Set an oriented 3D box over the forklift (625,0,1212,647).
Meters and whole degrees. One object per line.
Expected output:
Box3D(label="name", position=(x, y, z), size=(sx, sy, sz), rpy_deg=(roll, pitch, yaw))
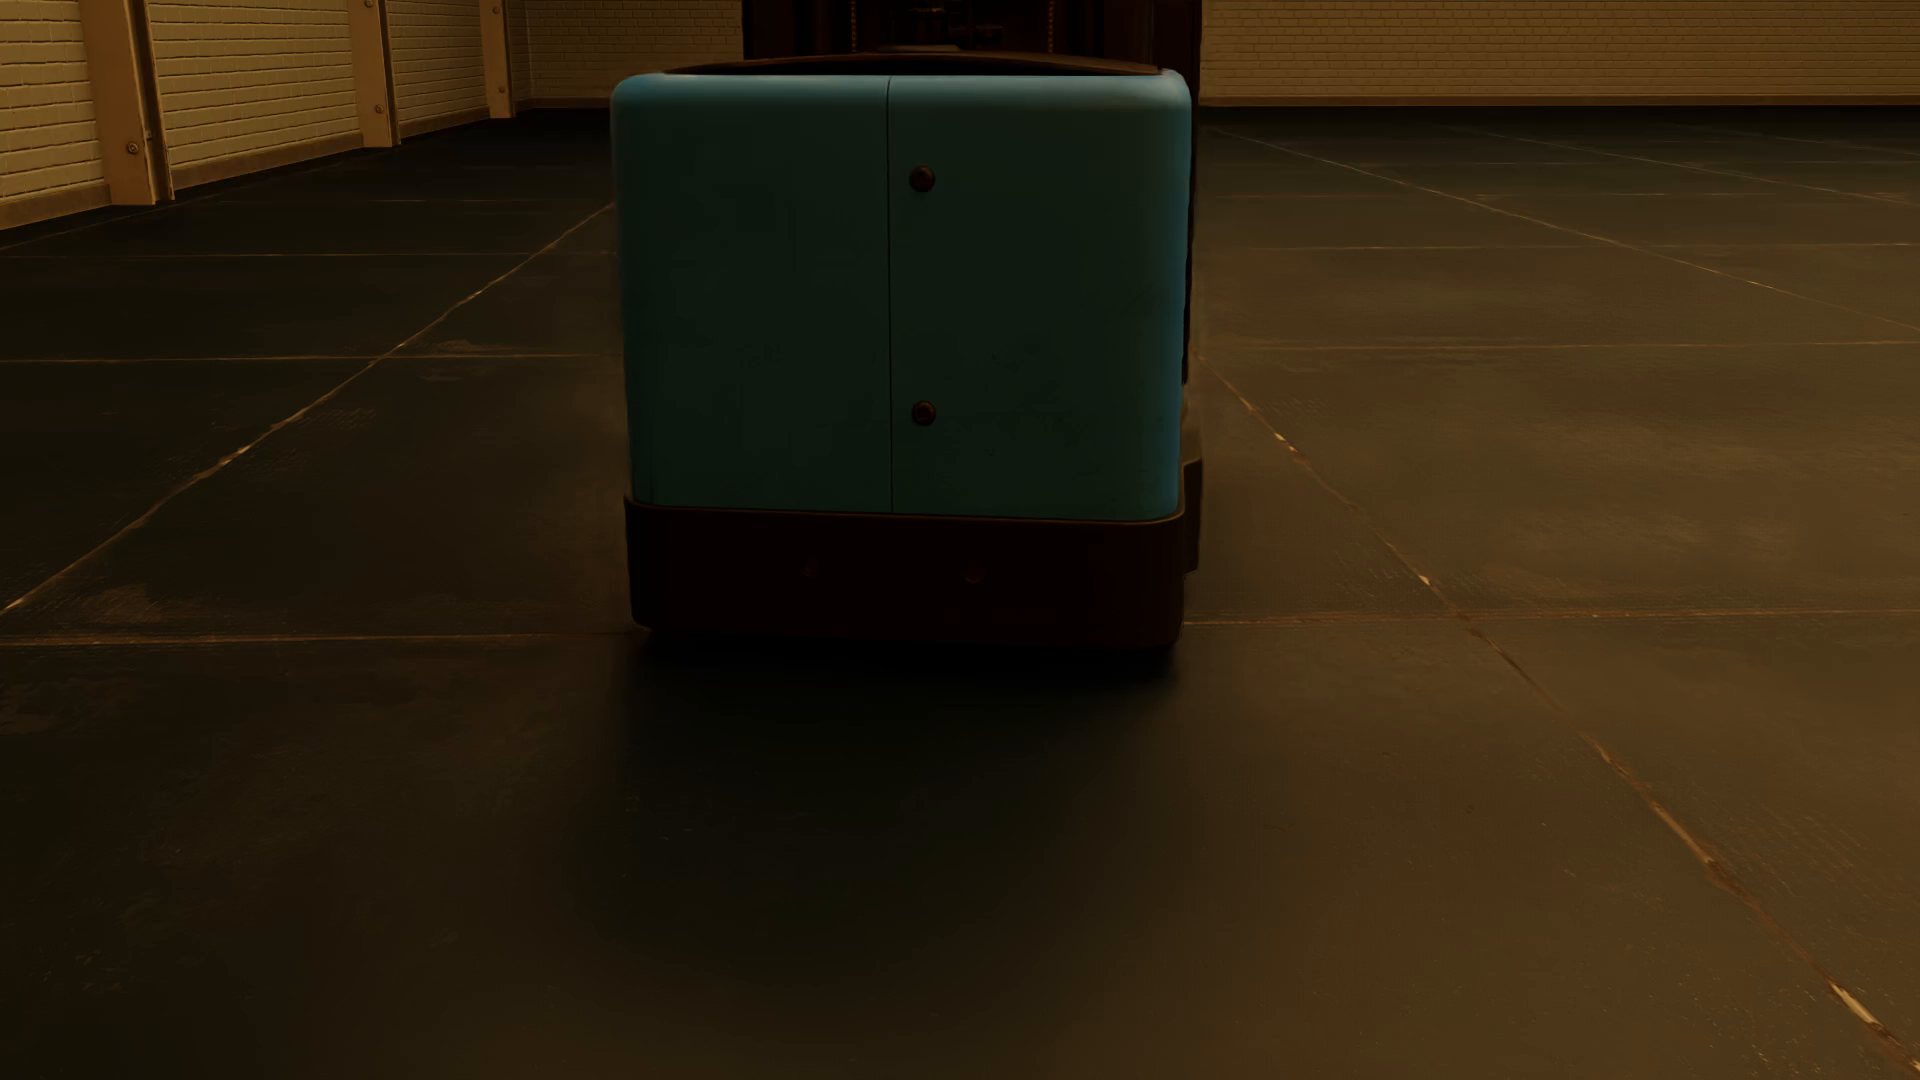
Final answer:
Box3D(label="forklift", position=(0.028, -1.587, 4.097), size=(1.130, 2.935, 3.031), rpy_deg=(1, 17, 4))
